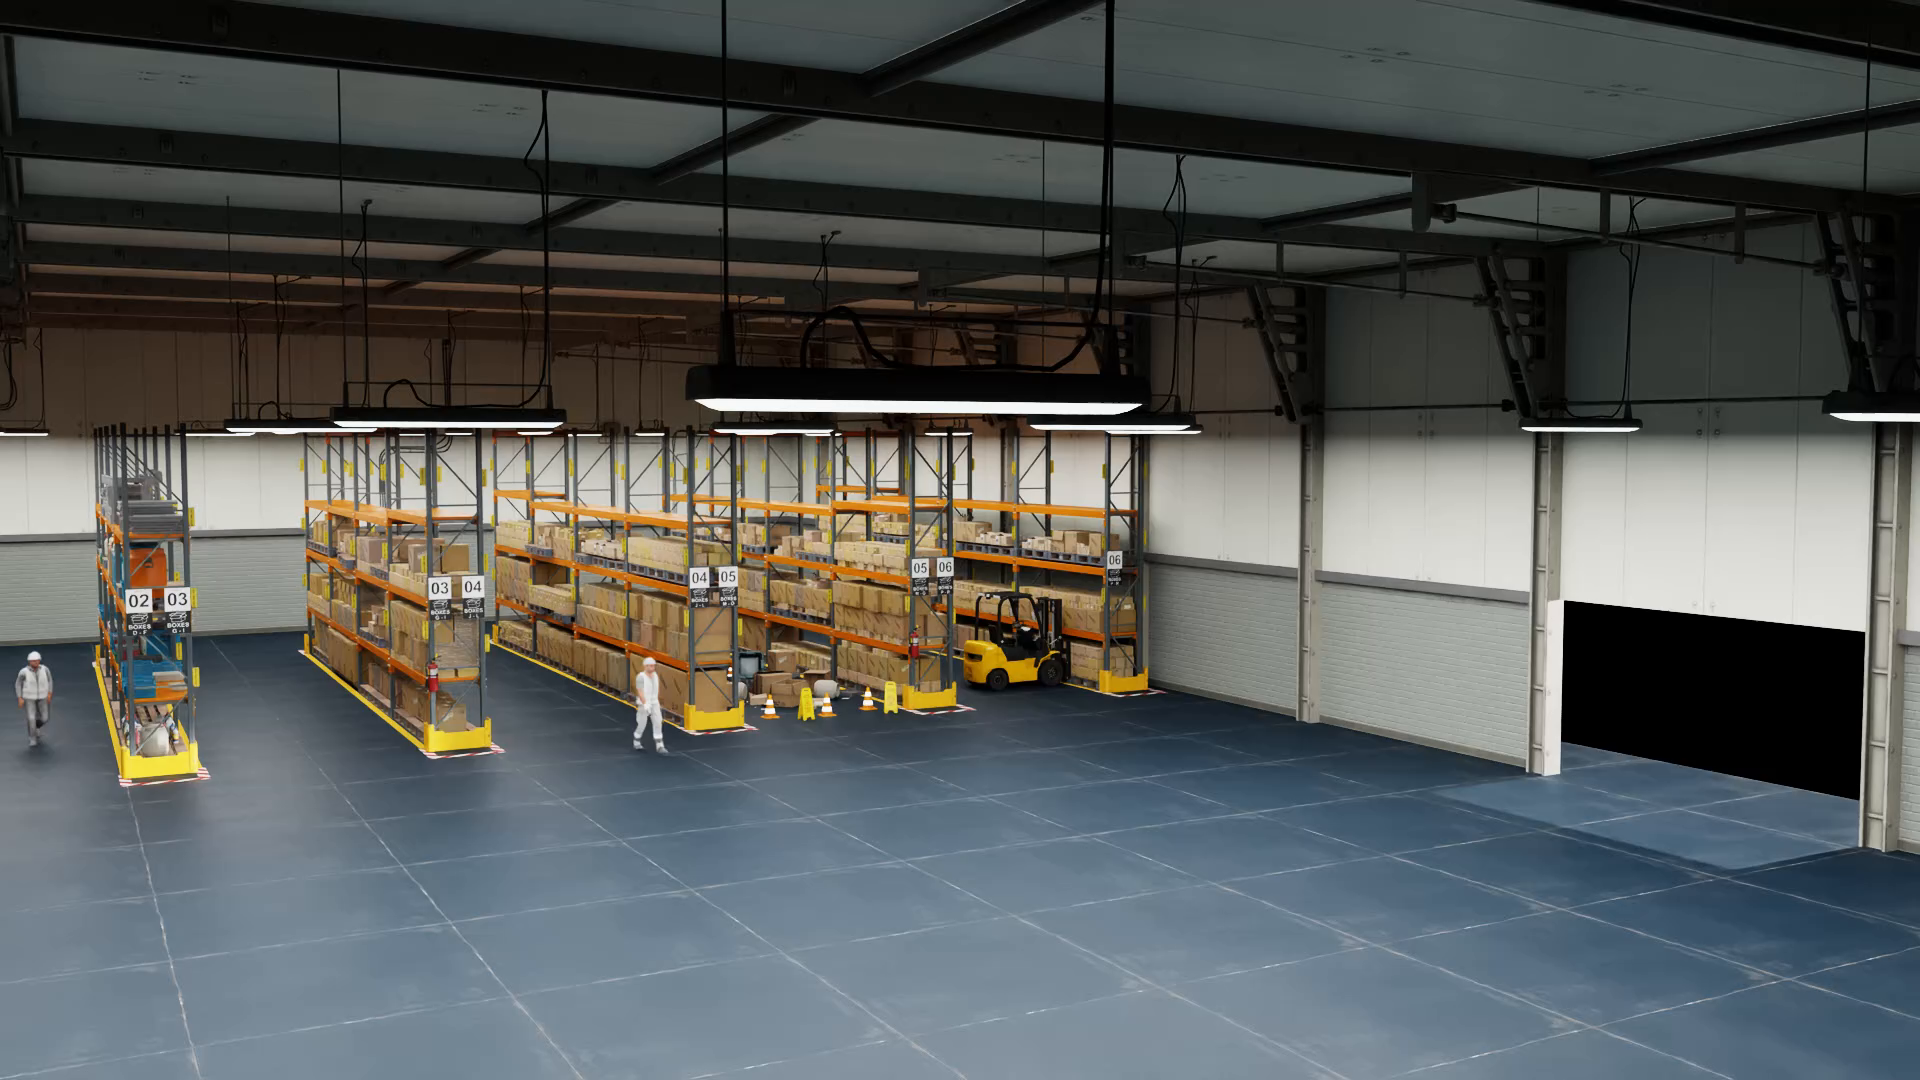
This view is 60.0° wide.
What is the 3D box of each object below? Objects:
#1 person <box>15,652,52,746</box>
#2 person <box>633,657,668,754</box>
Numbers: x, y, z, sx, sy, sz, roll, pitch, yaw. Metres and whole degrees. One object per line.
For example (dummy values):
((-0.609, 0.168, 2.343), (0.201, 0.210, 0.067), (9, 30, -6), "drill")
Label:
((-17.432, 2.959, 31.290), (0.624, 1.755, 0.638), (-3, 5, -43), "person")
((-5.622, 3.001, 30.309), (0.560, 1.728, 0.995), (-3, 5, -43), "person")
